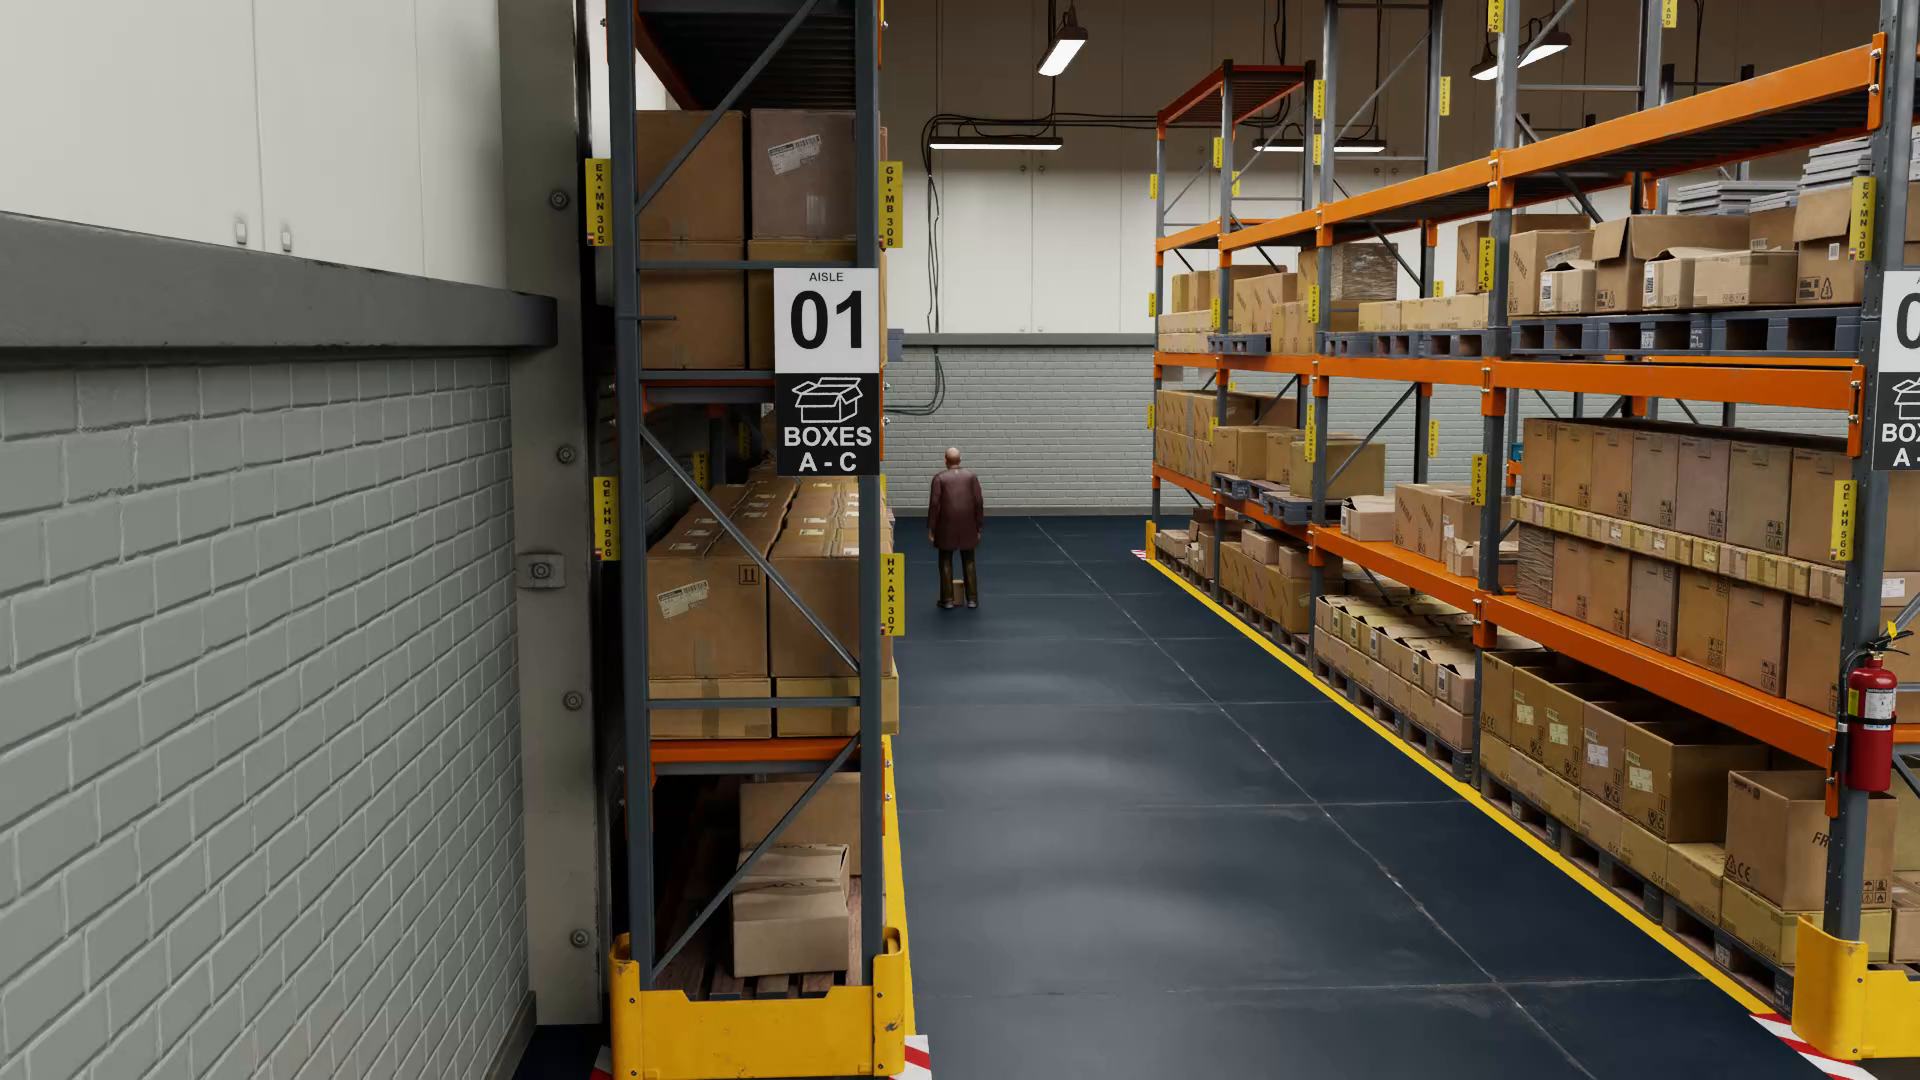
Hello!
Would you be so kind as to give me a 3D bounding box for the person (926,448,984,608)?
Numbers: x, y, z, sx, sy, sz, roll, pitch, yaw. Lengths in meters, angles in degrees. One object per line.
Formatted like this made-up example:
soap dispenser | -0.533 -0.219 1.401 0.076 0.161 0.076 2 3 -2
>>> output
person | -0.053 -0.137 18.467 0.653 1.773 0.426 -1 7 -12
